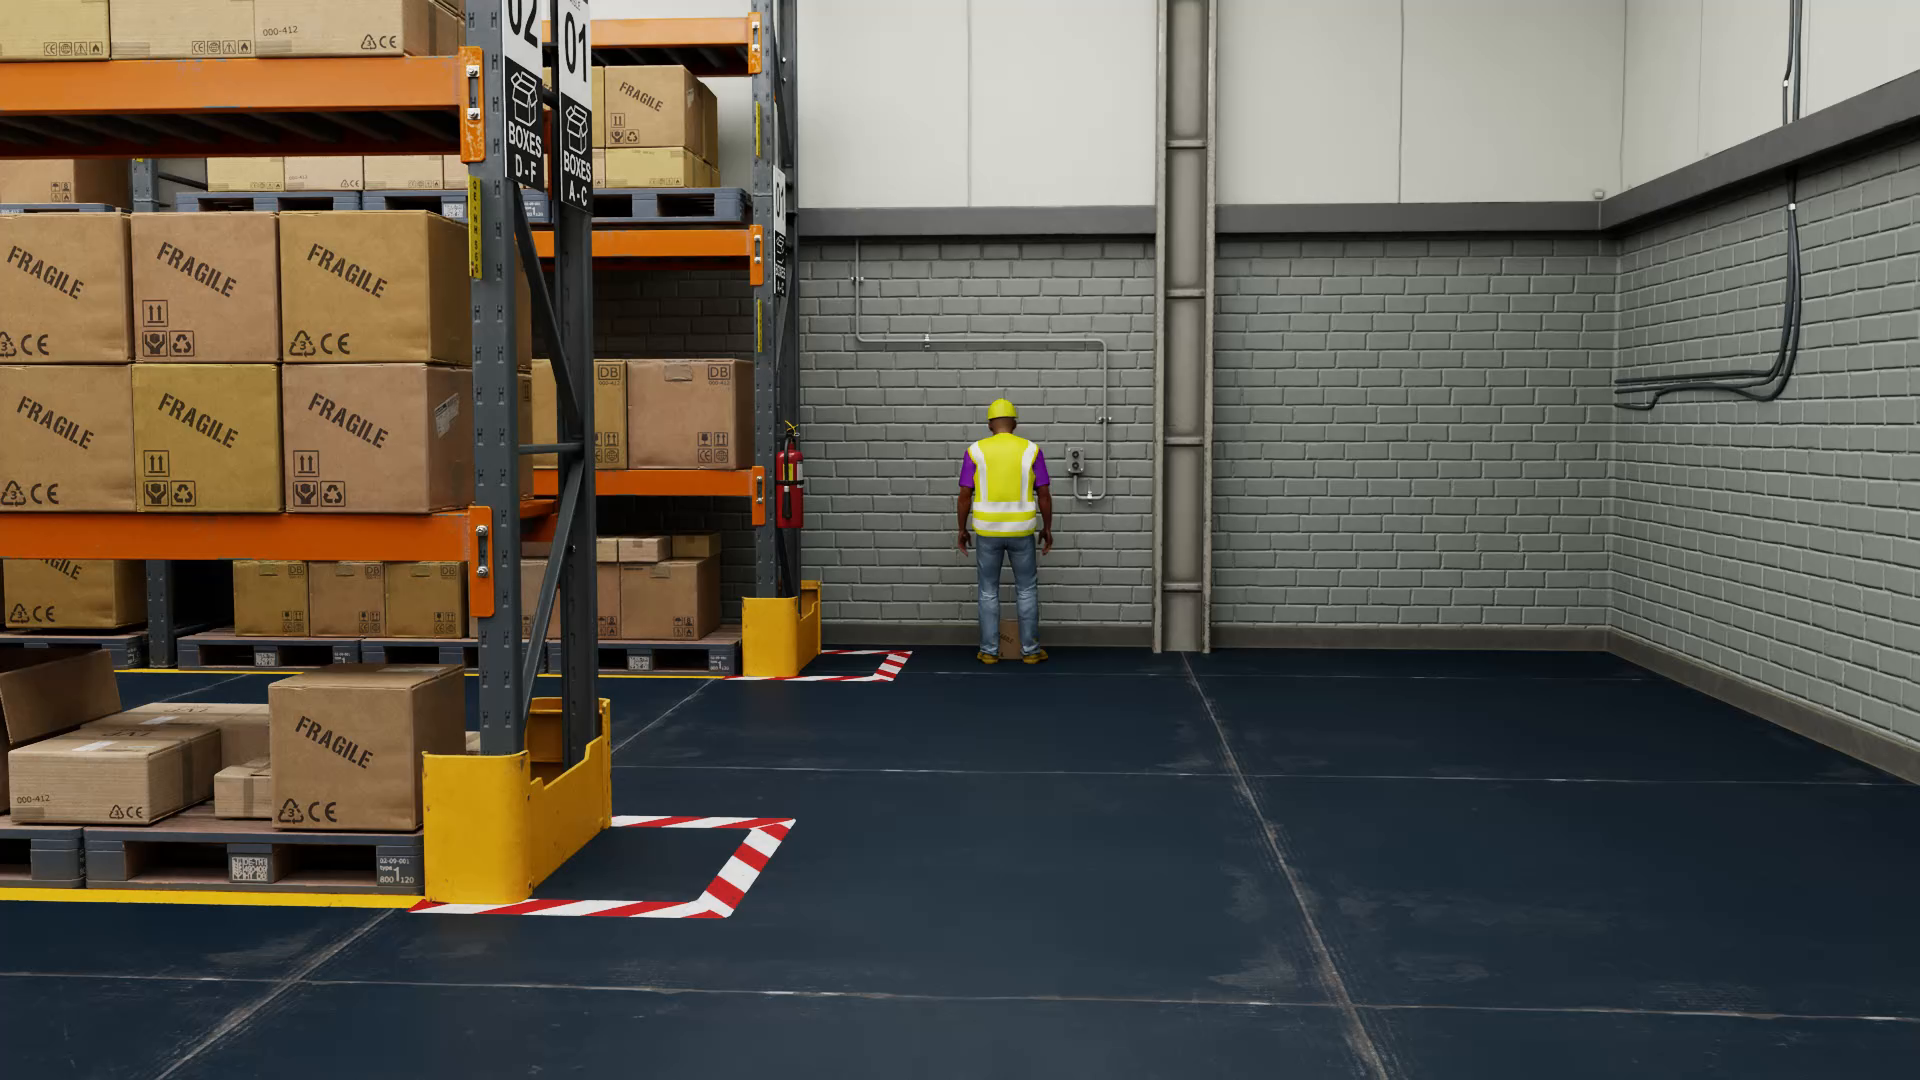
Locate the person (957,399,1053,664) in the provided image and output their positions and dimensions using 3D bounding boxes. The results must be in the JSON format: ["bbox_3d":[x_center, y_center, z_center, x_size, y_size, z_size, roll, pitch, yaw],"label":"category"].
[{"bbox_3d":[0.302,-0.061,11.103,0.637,1.761,0.460,0,4,2],"label":"person"}]
